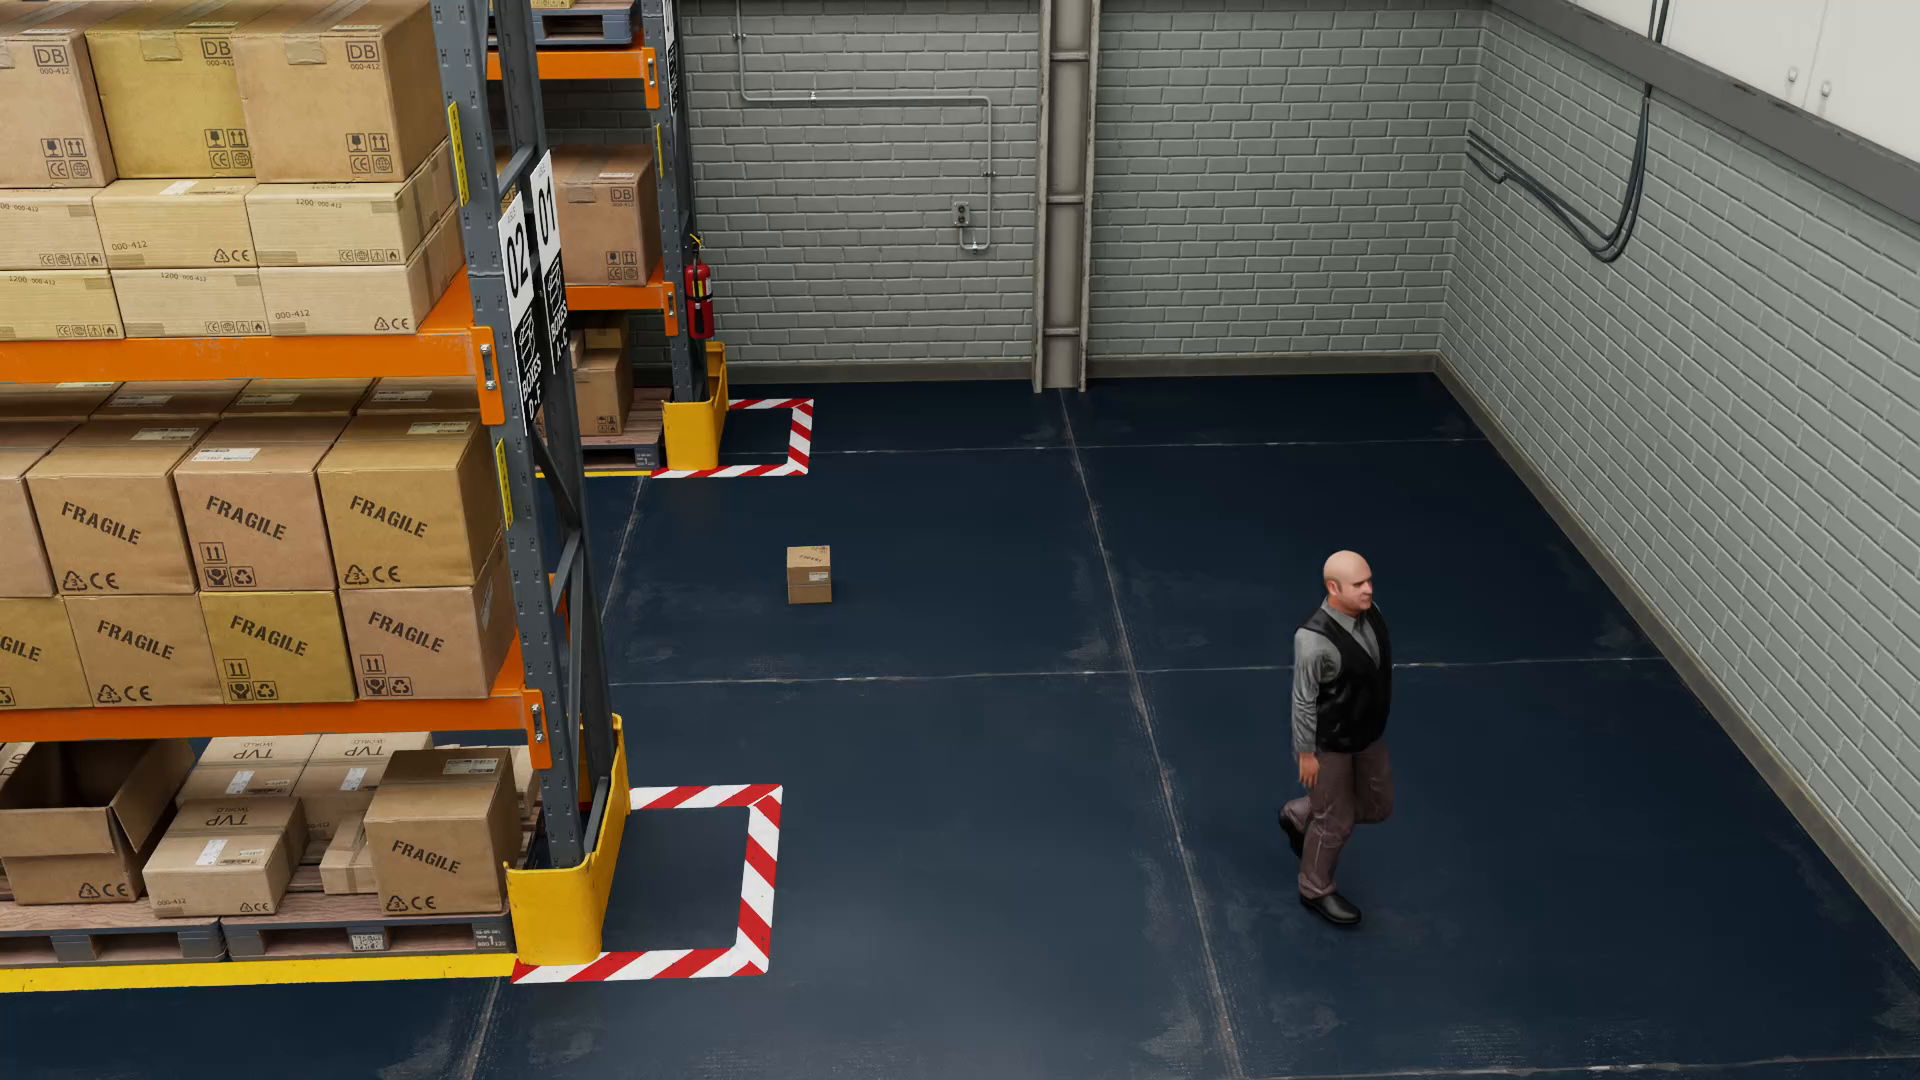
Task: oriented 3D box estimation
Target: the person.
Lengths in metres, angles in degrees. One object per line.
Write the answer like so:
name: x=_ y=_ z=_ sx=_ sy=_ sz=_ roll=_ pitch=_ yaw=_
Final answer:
person: x=1.582 y=0.818 z=7.007 sx=0.511 sy=1.711 sz=0.547 roll=24 pitch=36 yaw=38
